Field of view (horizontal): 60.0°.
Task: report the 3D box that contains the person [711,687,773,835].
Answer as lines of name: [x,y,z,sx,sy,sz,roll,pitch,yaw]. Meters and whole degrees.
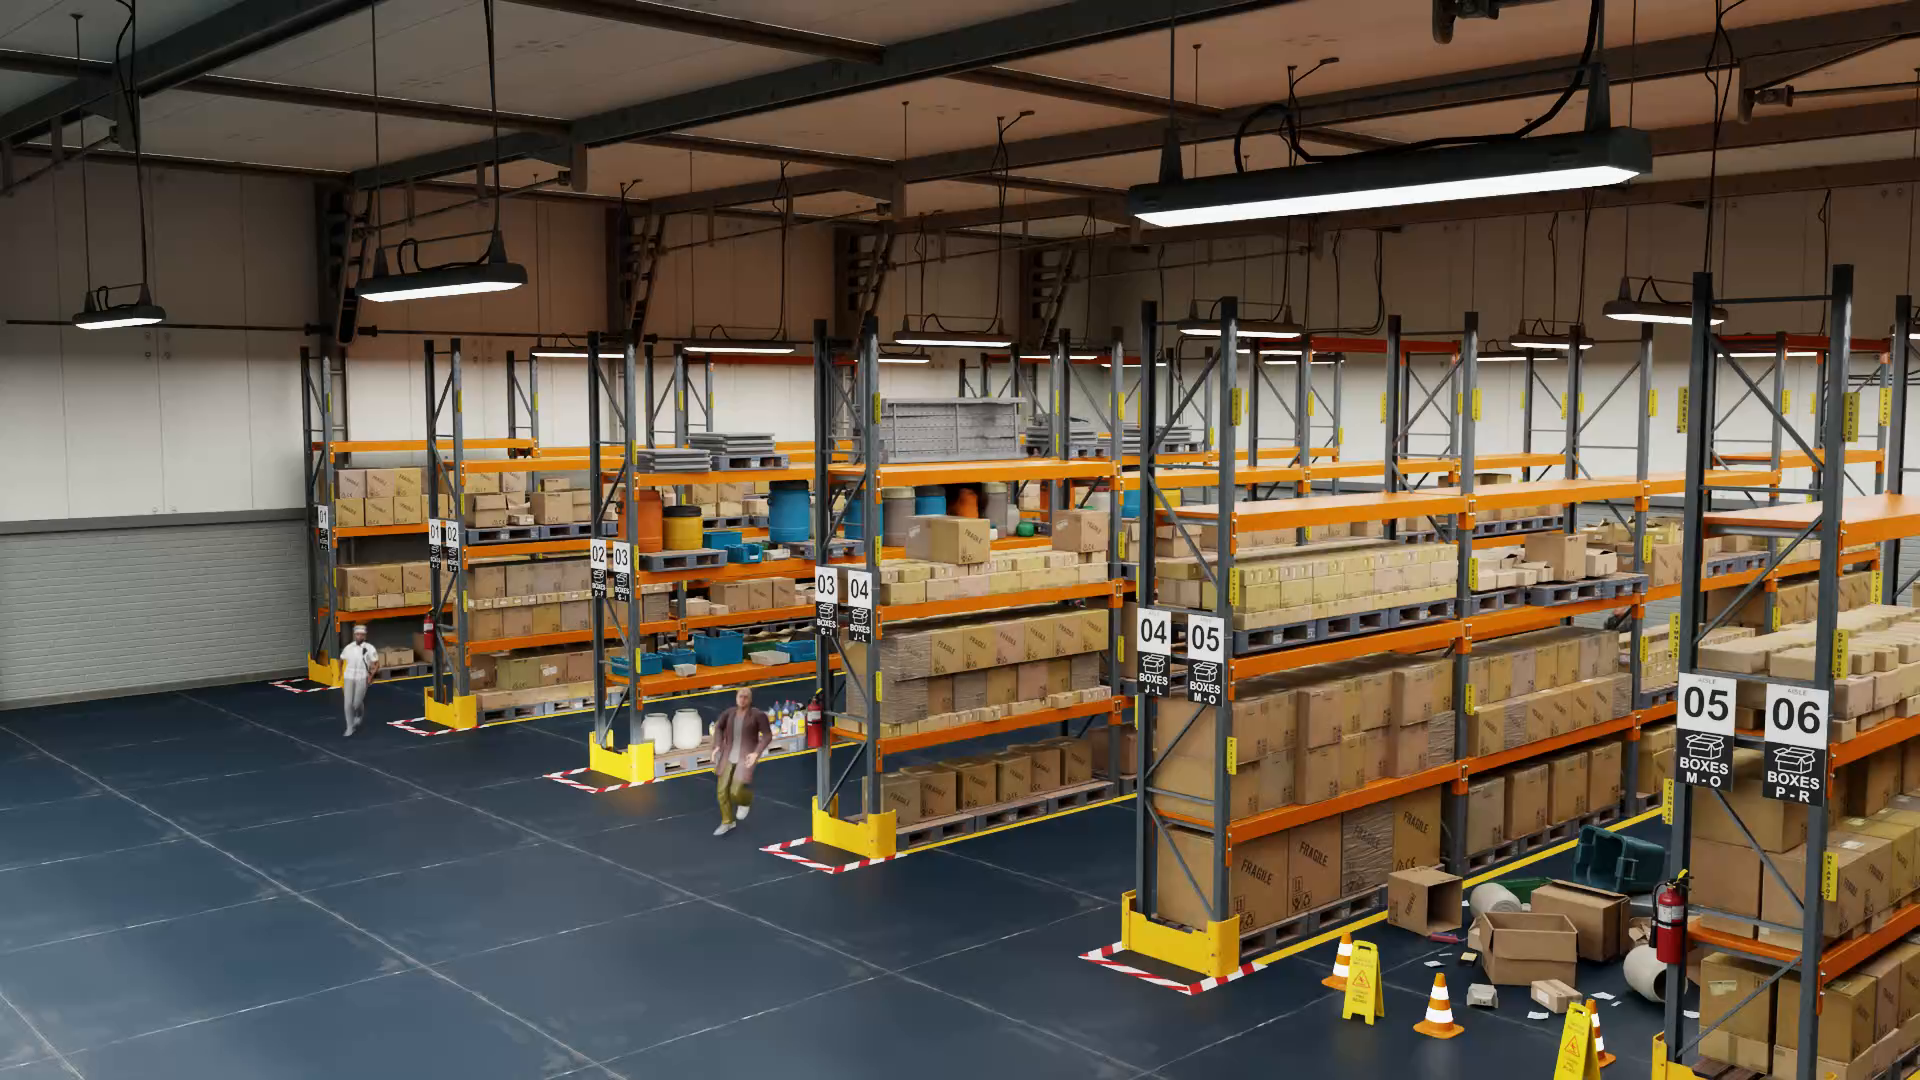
person: [-2.591,2.598,19.638,0.738,1.734,0.568,2,5,19]

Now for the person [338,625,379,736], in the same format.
person: [-9.175,2.127,25.331,0.618,1.667,0.523,0,5,-2]

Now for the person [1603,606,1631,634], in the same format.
person: [11.079,1.885,27.928,0.681,1.663,0.626,4,6,36]
